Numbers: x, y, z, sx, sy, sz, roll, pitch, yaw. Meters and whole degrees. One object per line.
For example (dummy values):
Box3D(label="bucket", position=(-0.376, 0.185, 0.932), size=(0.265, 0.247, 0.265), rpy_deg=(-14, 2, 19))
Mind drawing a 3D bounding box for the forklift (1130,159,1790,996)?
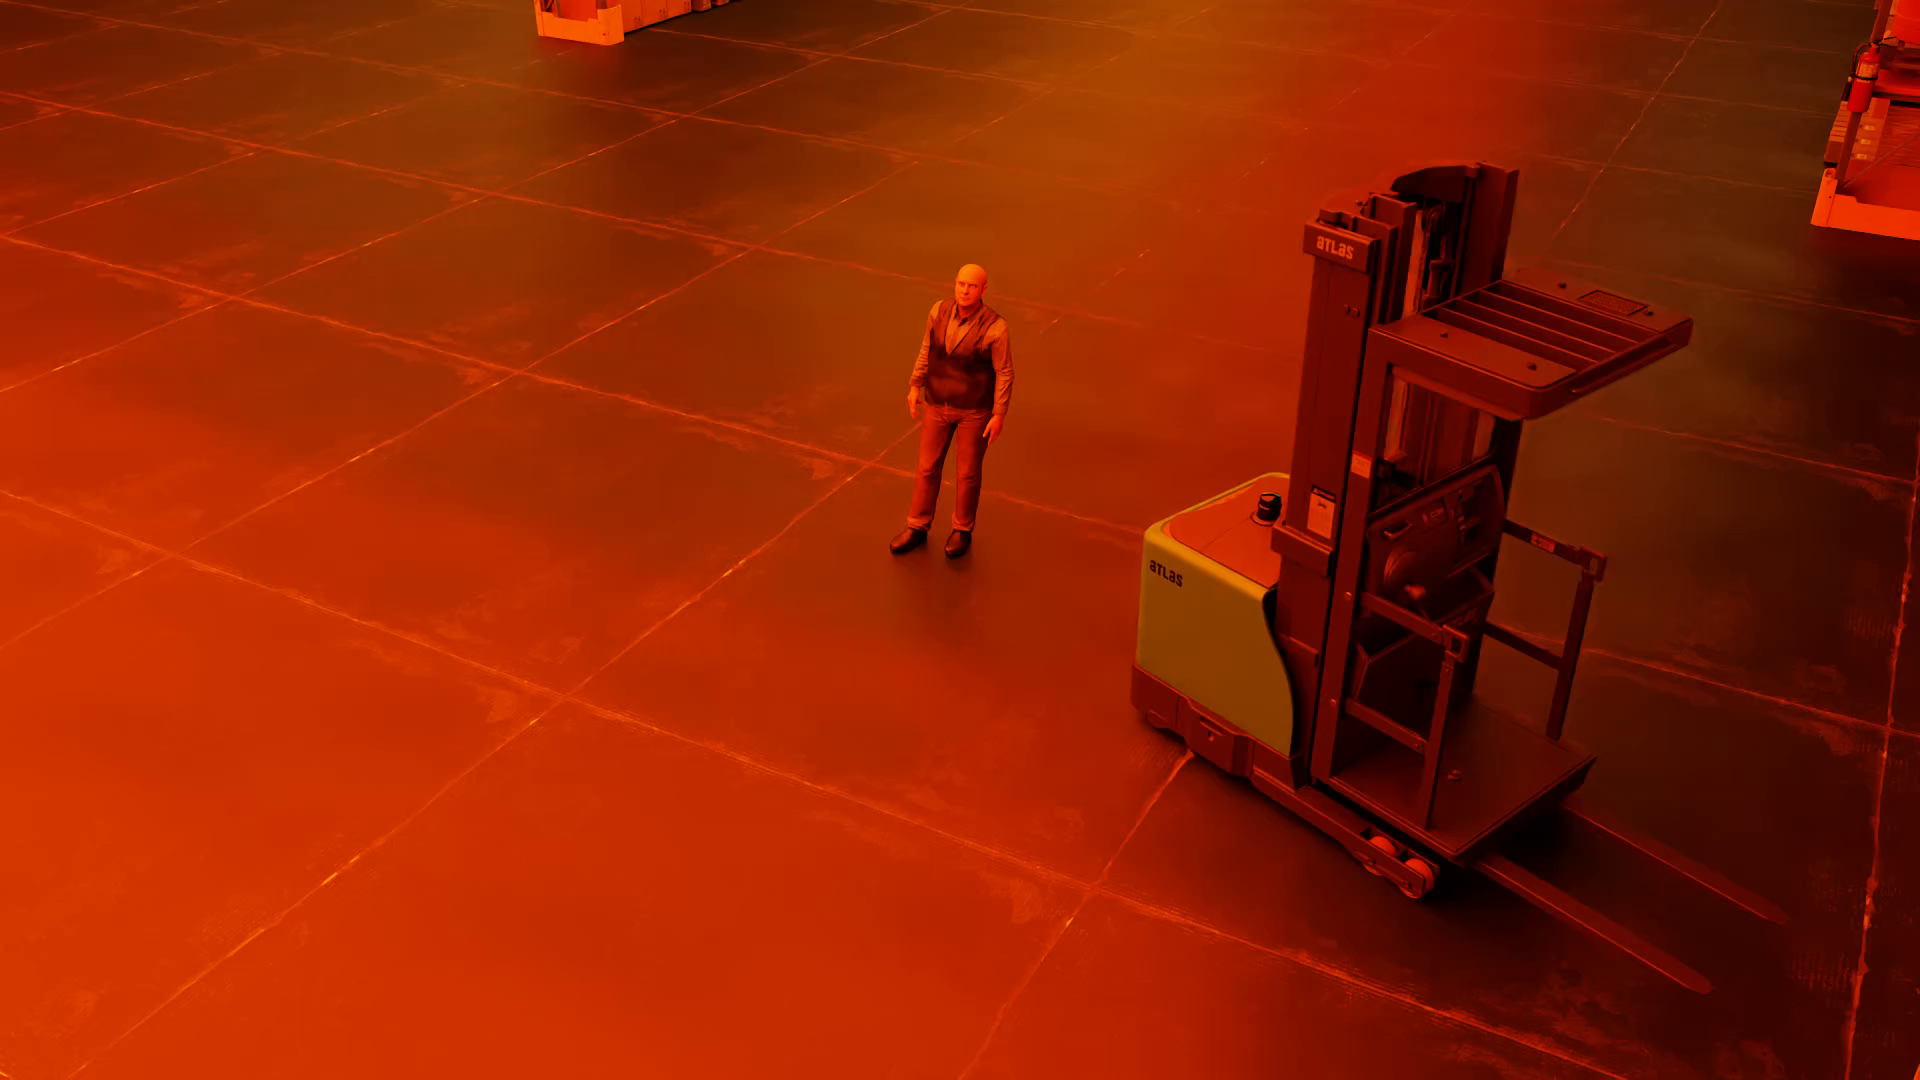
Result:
Box3D(label="forklift", position=(2.195, 0.012, 7.050), size=(1.130, 2.935, 3.031), rpy_deg=(-23, 37, -34))

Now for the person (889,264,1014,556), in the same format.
Box3D(label="person", position=(-0.037, -0.727, 9.526), size=(0.632, 1.720, 0.568), rpy_deg=(15, 33, 25))
